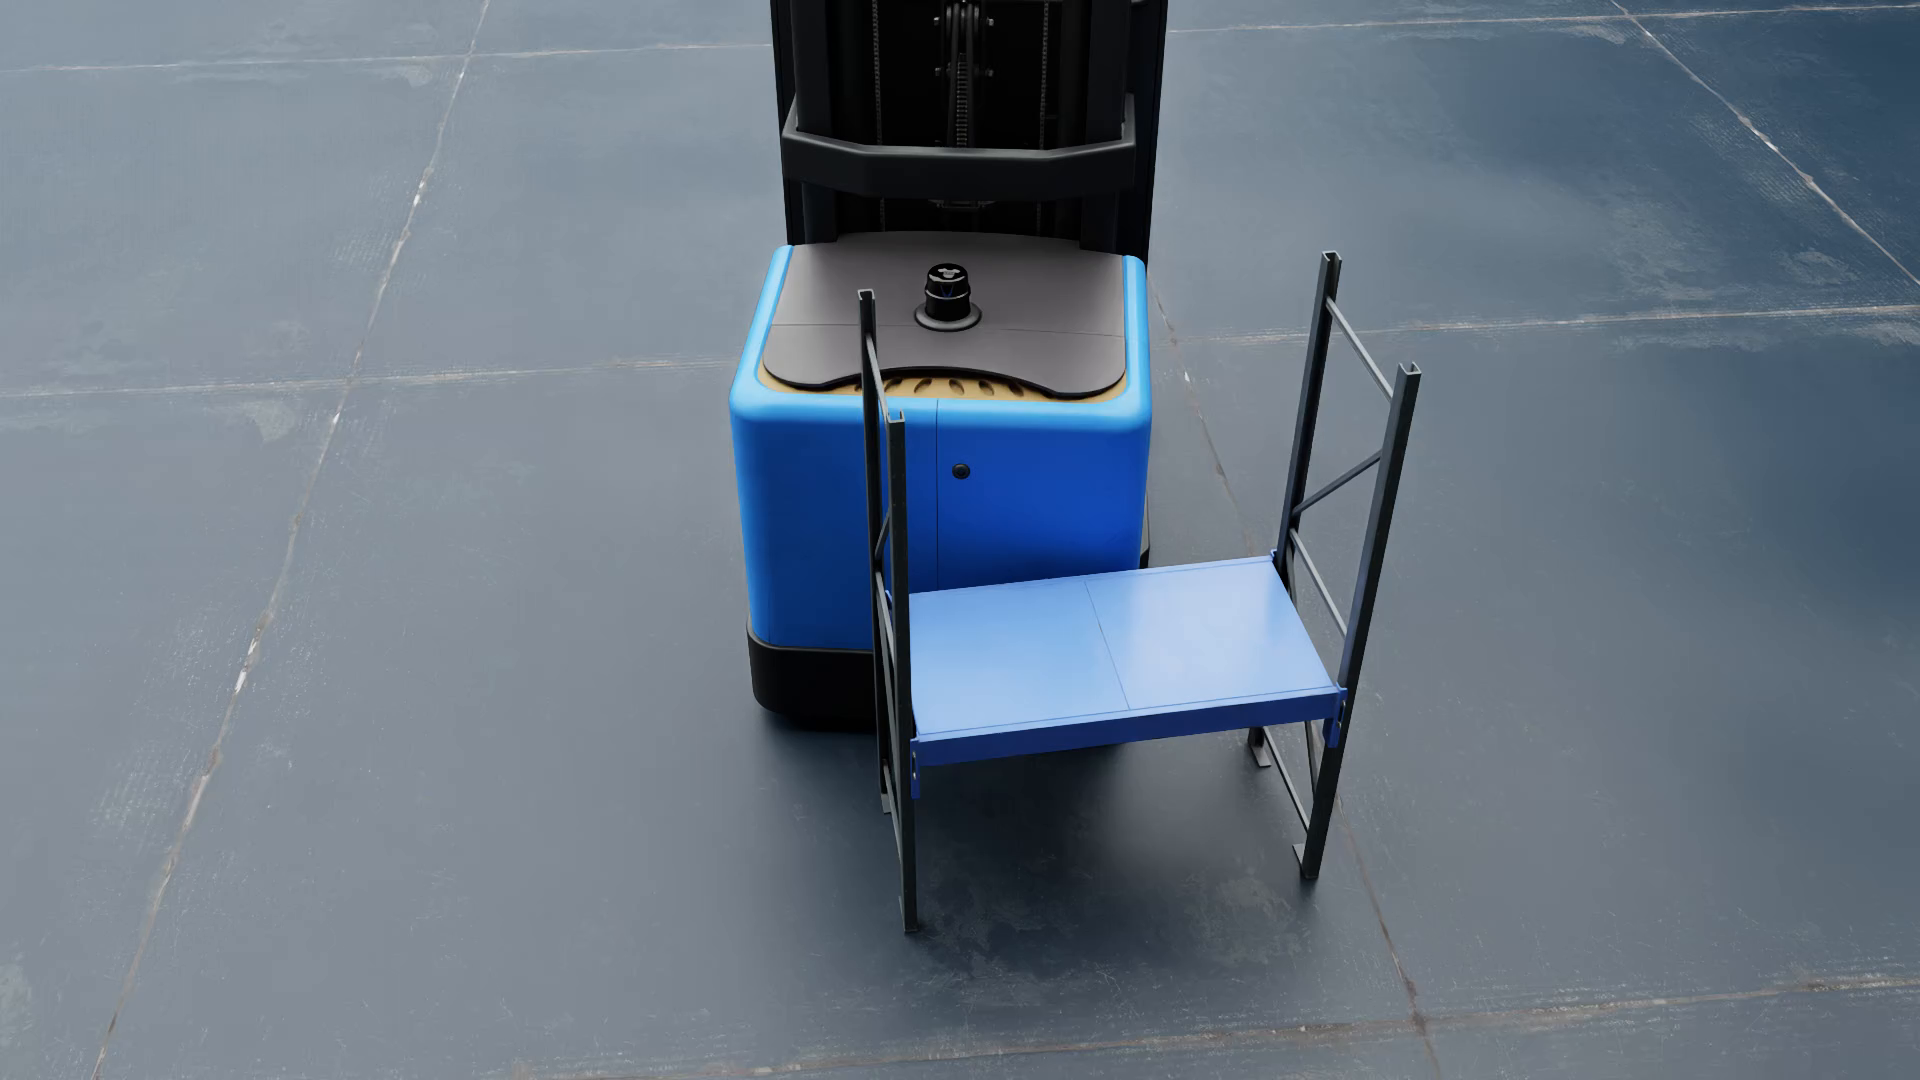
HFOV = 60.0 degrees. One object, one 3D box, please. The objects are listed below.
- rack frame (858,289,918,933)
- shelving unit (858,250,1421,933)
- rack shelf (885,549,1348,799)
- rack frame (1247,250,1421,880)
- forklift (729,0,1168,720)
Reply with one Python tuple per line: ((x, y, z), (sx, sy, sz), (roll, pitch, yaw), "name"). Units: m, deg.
((-0.159, 0.214, 3.767), (0.032, 1.500, 0.500), (-6, 39, -7), "rack frame")
((0.342, 0.162, 3.832), (1.048, 1.500, 0.538), (-6, 39, -7), "shelving unit")
((0.342, 0.303, 3.944), (1.000, 0.185, 0.538), (-6, 39, -7), "rack shelf")
((0.844, 0.110, 3.898), (0.032, 1.500, 0.500), (-6, 39, -7), "rack frame")
((0.040, -1.538, 4.833), (1.130, 2.935, 3.031), (2, 38, 3), "forklift")
